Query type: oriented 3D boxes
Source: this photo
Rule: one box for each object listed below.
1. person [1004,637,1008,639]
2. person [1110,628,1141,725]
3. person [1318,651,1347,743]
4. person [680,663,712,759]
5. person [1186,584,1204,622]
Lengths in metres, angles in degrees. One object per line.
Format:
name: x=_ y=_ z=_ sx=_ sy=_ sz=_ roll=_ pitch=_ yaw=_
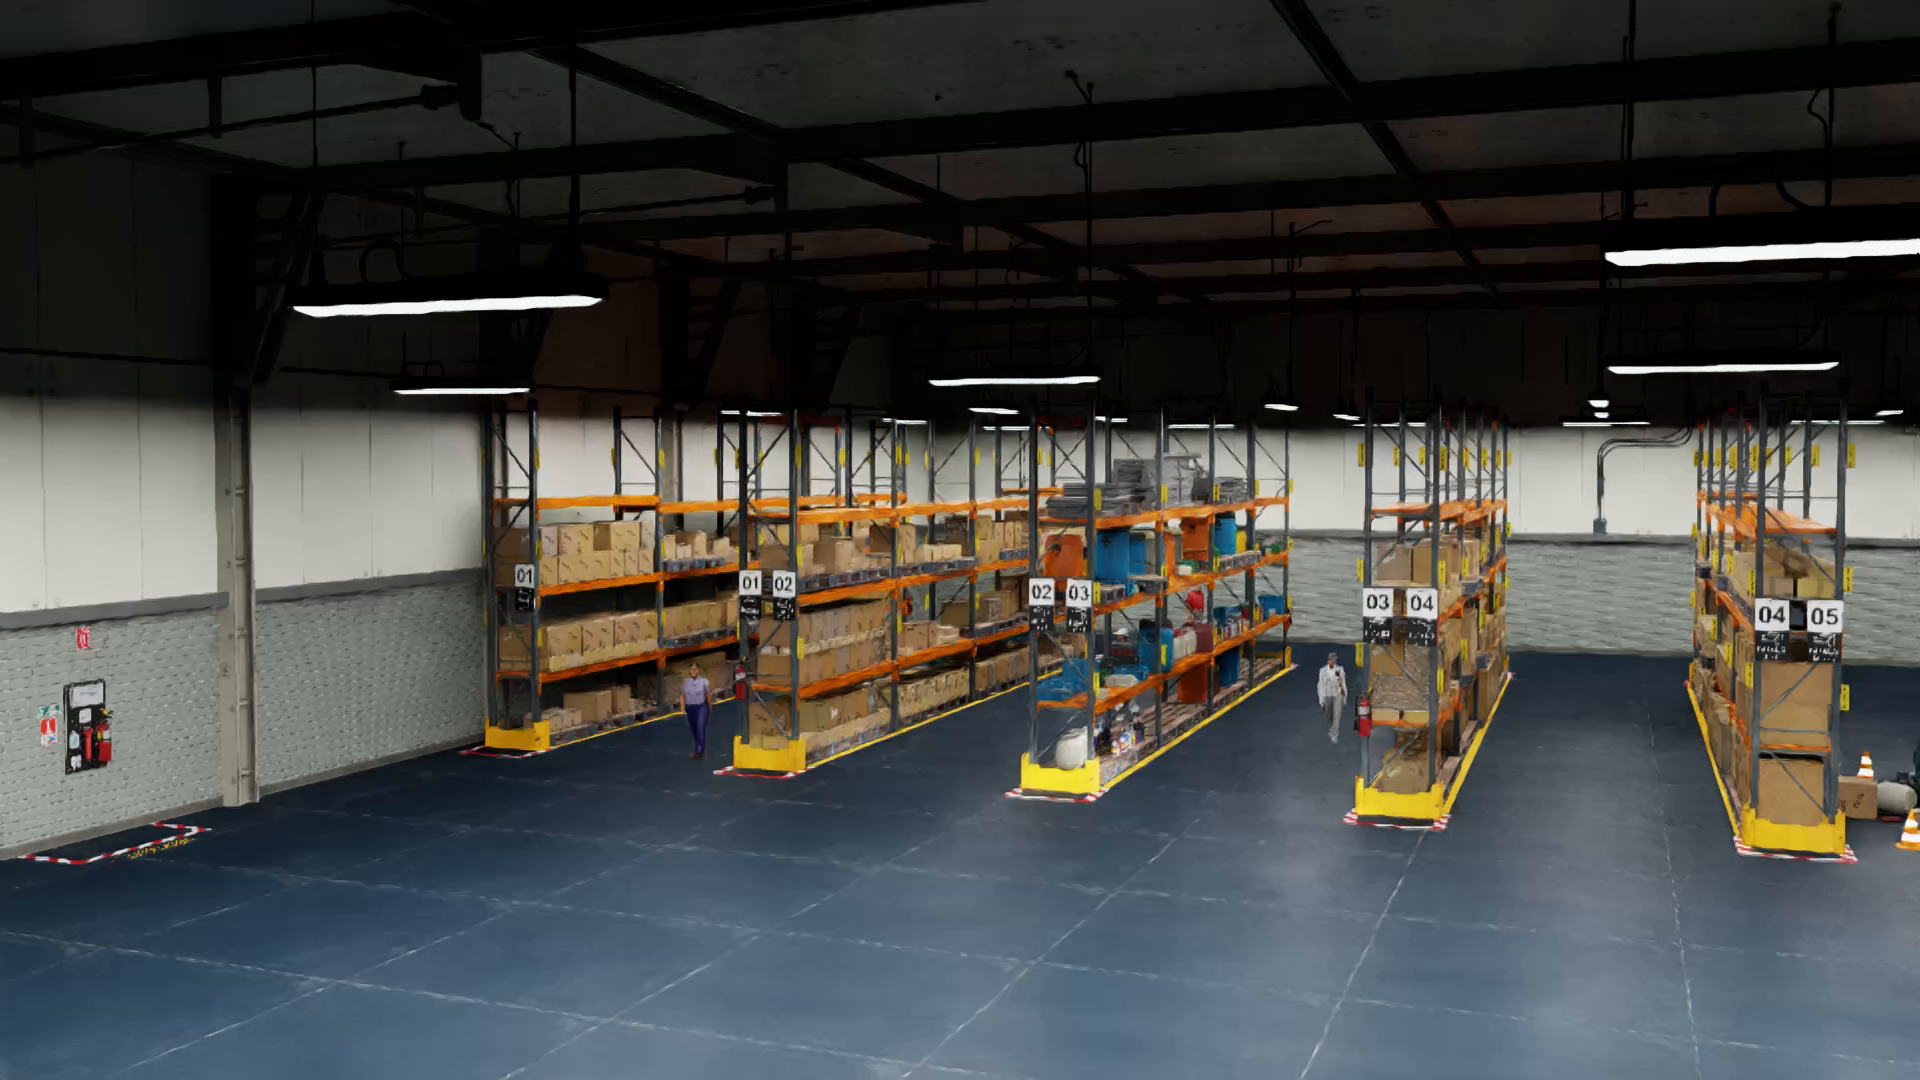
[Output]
person: x=1.187 y=1.895 z=46.277 sx=0.516 sy=1.664 sz=0.544 roll=-1 pitch=3 yaw=-15
person: x=2.964 y=2.457 z=29.857 sx=0.588 sy=1.760 sz=0.699 roll=0 pitch=3 yaw=4
person: x=6.553 y=2.741 z=29.325 sx=0.495 sy=1.589 sz=1.086 roll=1 pitch=3 yaw=23
person: x=-4.412 y=2.829 z=27.751 sx=0.478 sy=1.580 sz=0.999 roll=1 pitch=3 yaw=14
person: x=6.152 y=1.967 z=44.263 sx=0.734 sy=1.718 sz=0.540 roll=-1 pitch=3 yaw=-23
